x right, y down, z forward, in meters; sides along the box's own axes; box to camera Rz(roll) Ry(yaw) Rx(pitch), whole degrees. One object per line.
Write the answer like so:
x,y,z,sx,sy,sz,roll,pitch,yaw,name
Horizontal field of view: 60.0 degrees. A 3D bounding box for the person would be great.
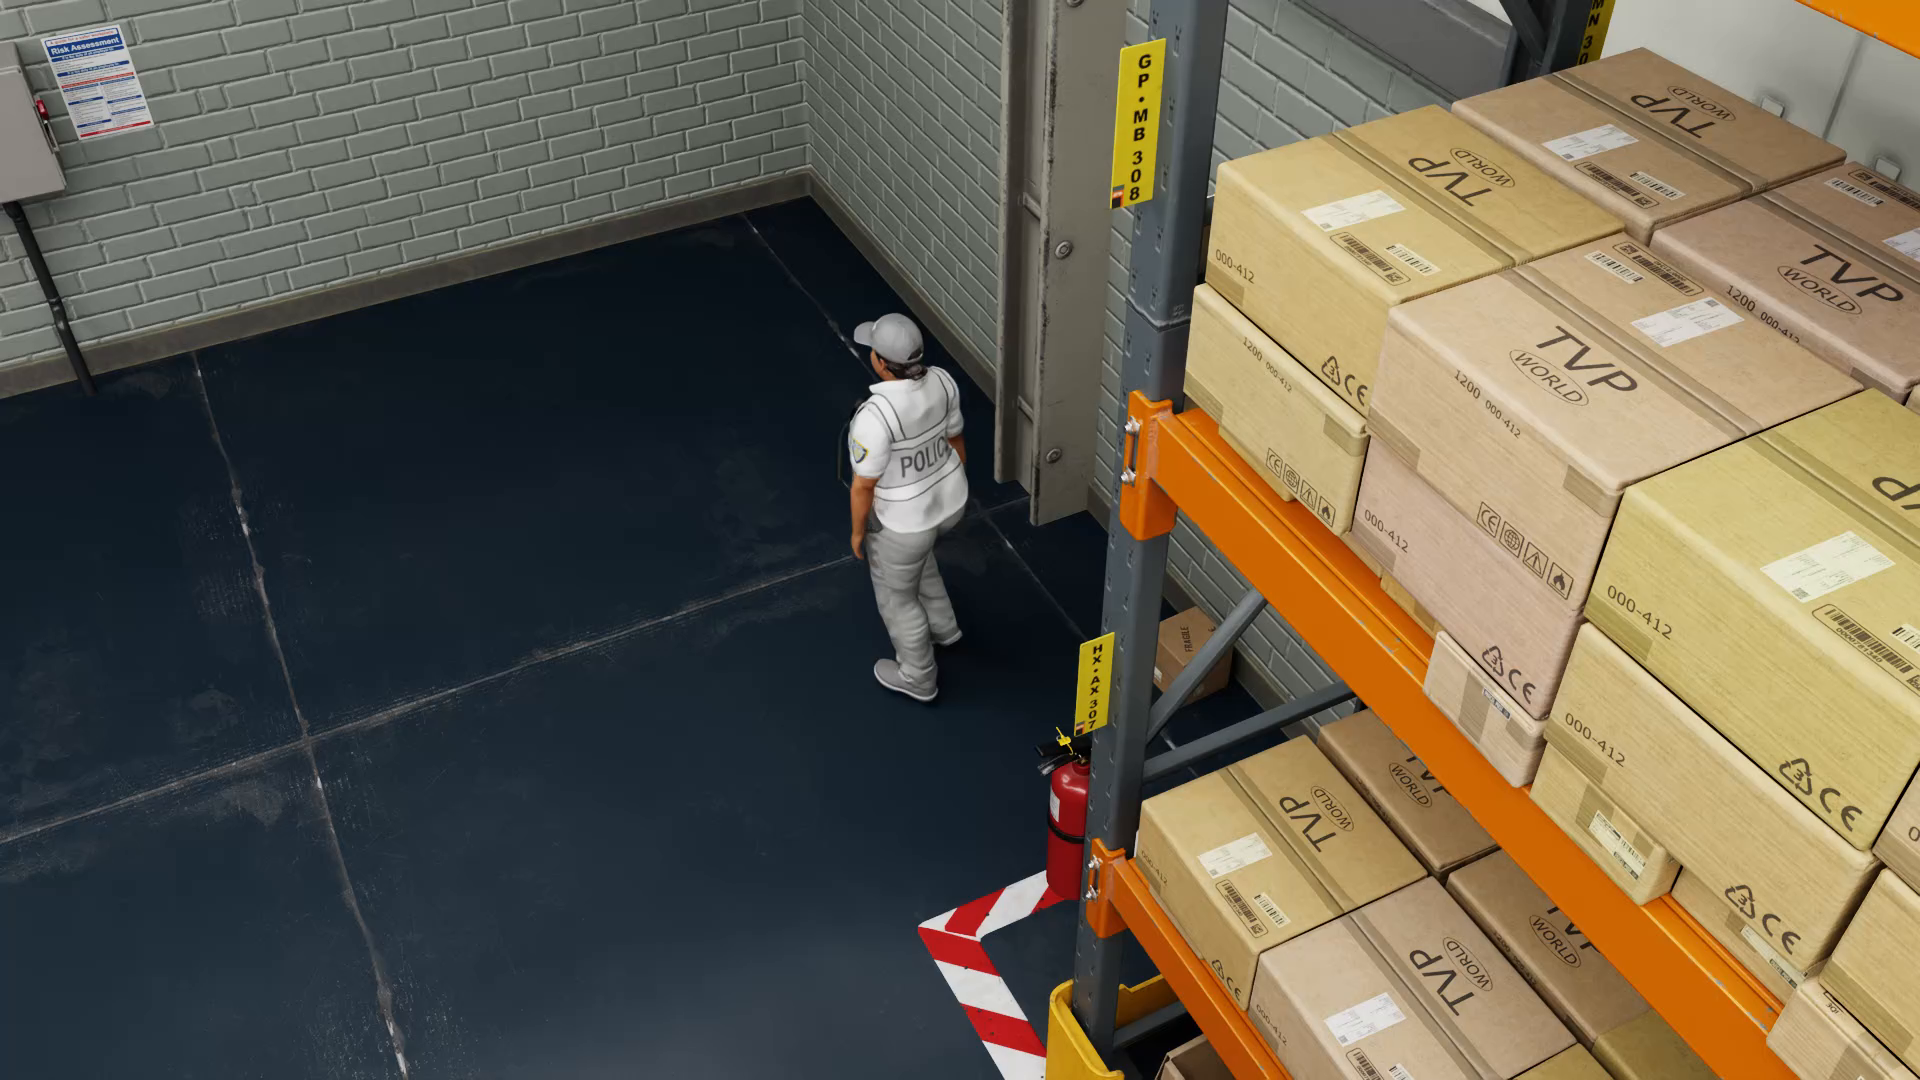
-0.210,-0.122,6.275,0.437,1.656,0.505,27,48,27,person
